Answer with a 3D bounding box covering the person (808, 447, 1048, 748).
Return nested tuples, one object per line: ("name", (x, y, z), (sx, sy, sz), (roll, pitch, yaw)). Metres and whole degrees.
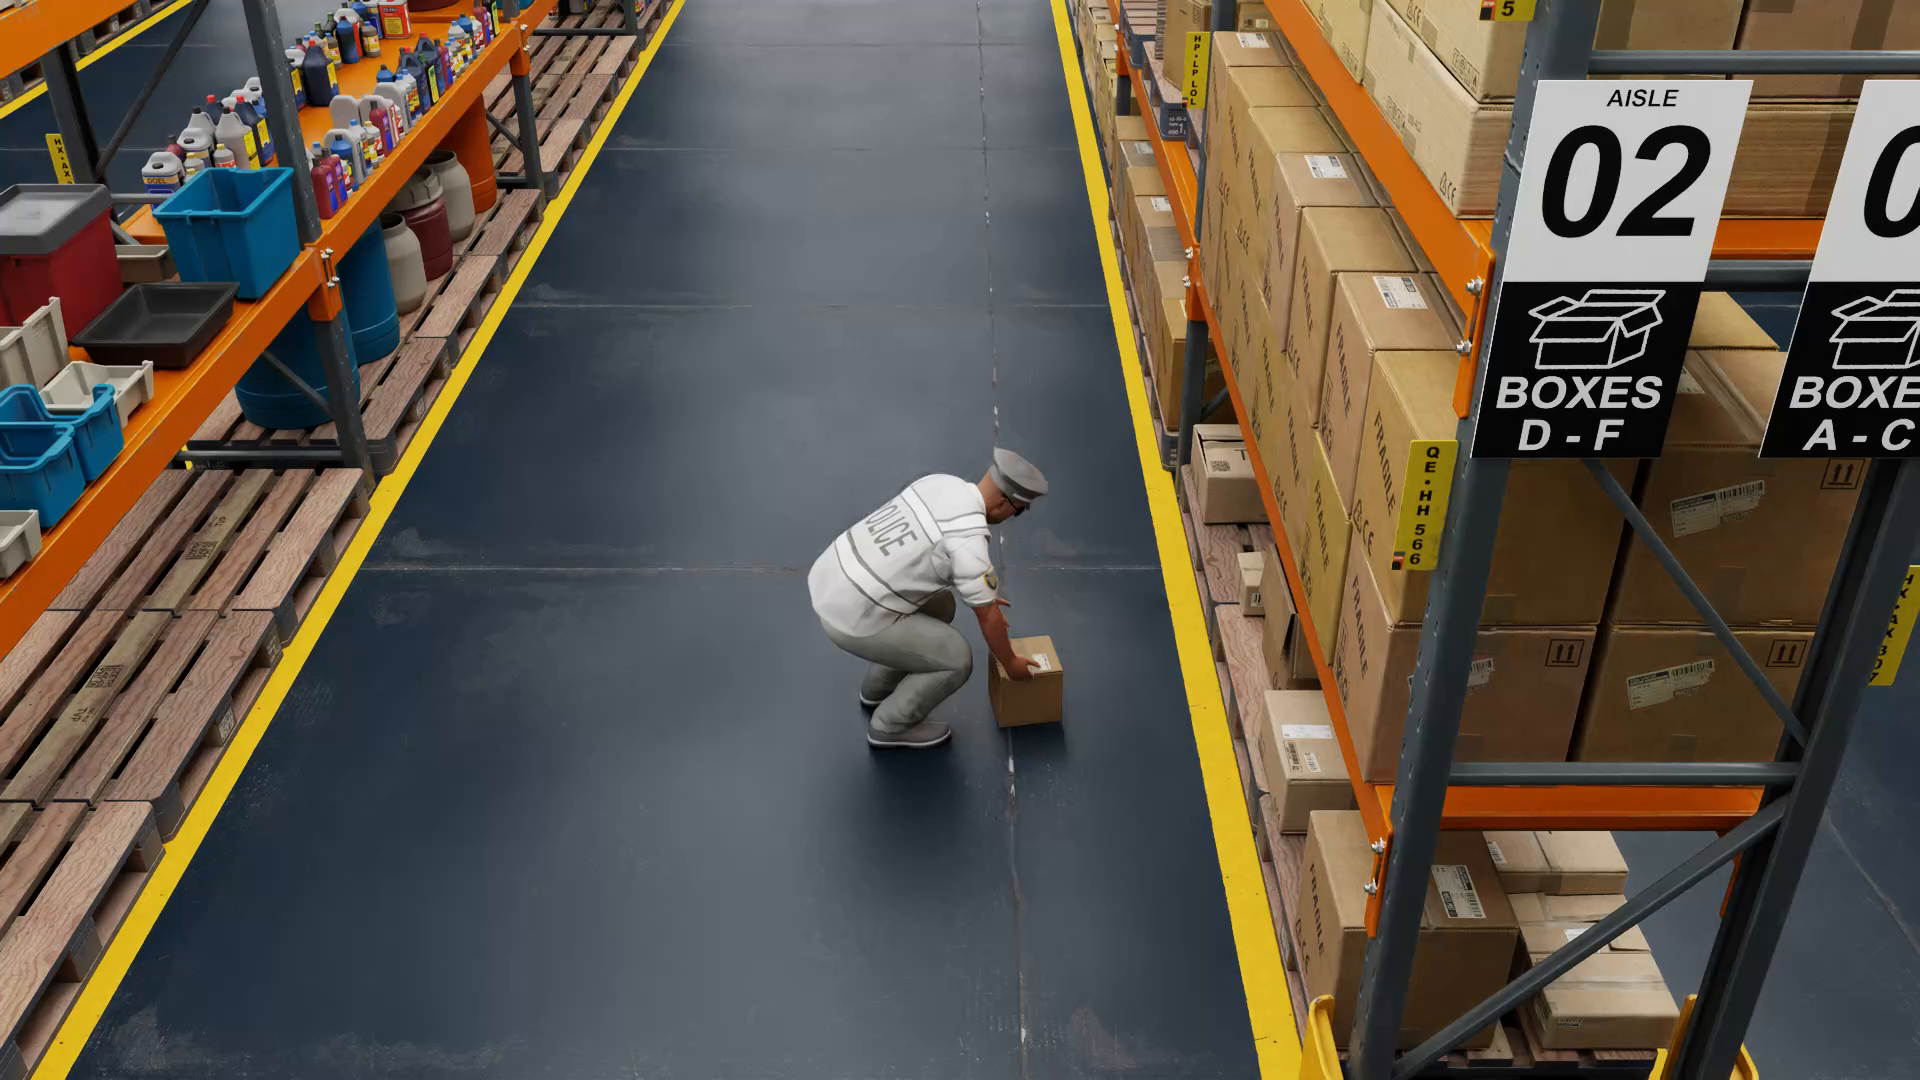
("person", (-0.118, 0.206, 6.397), (0.923, 1.124, 0.573), (-5, 32, -9))
